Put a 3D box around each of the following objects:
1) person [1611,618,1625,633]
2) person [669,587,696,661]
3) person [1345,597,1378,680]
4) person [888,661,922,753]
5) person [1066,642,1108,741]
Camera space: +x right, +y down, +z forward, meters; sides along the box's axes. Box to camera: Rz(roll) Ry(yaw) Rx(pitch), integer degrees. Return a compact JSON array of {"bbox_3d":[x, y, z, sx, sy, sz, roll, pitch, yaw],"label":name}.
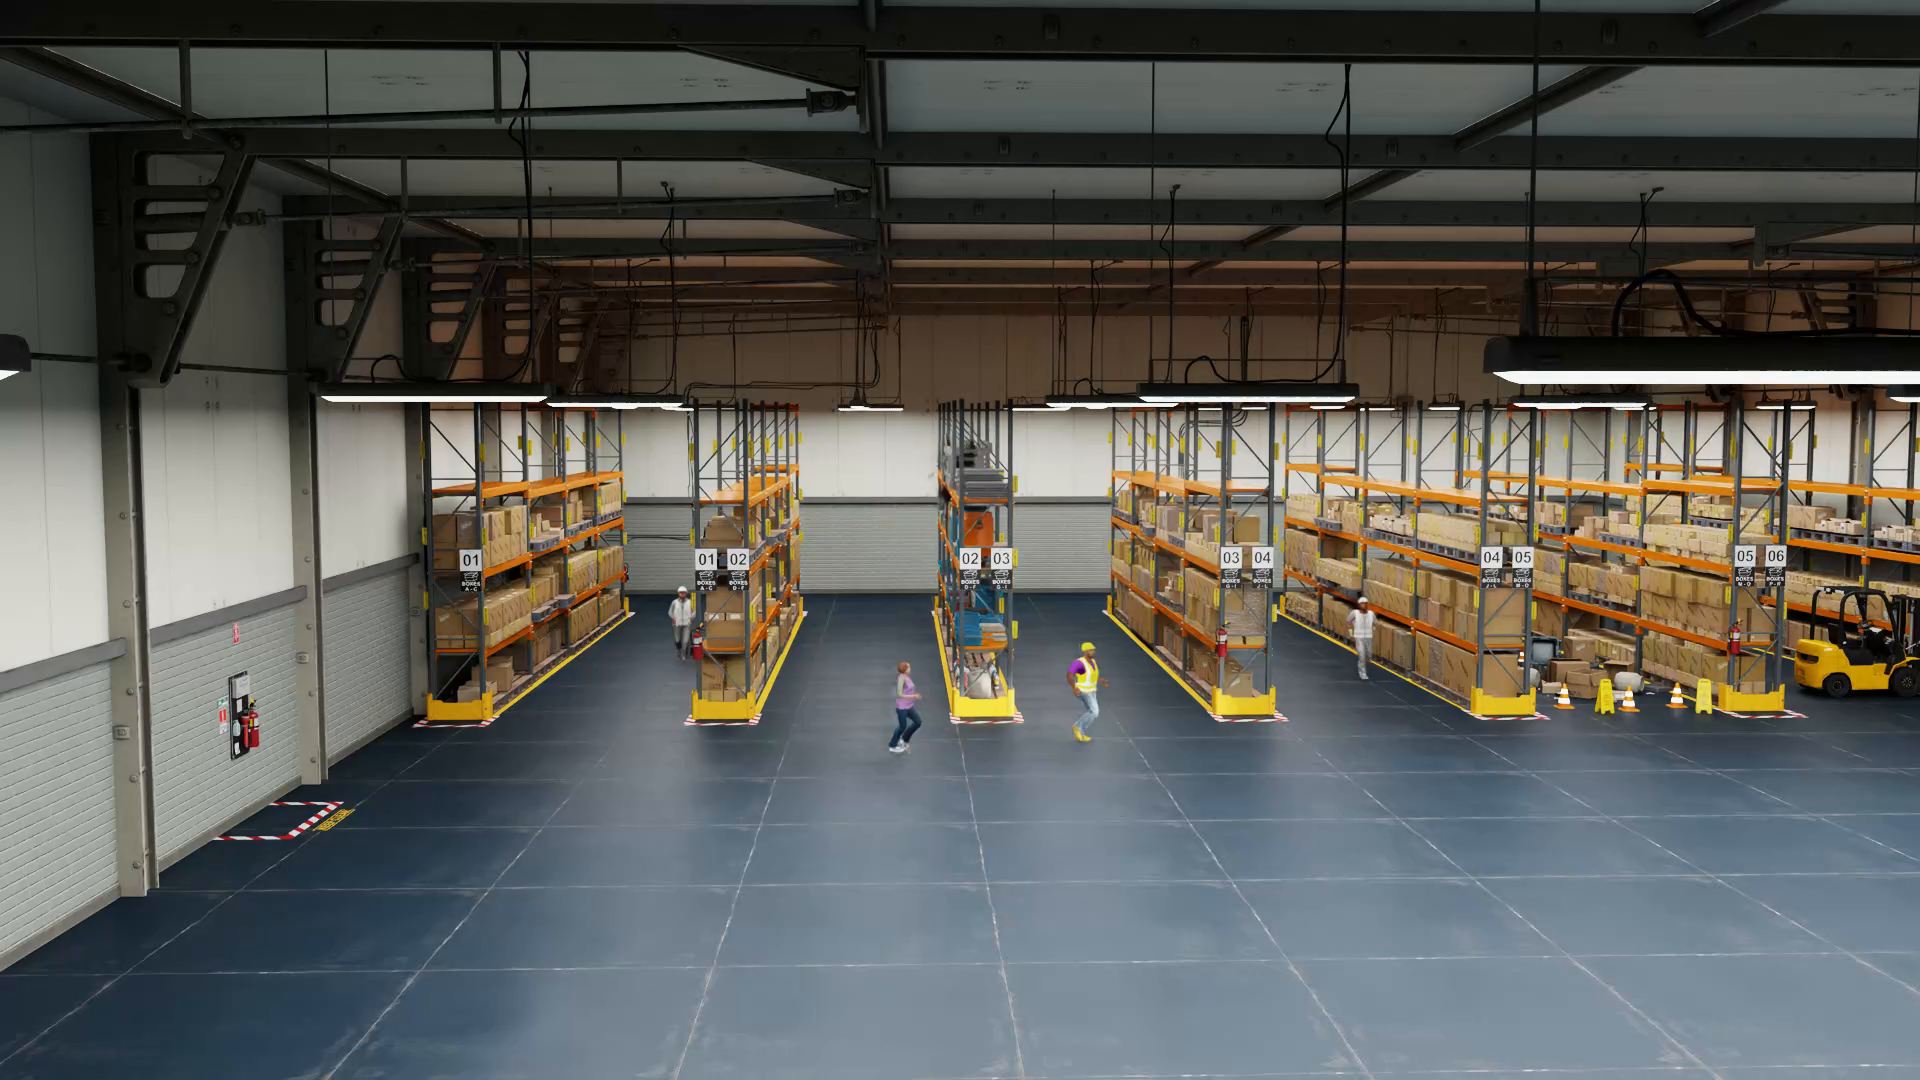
[{"bbox_3d":[17.187,1.630,43.282,0.584,1.612,0.720,-1,4,-9],"label":"person"},{"bbox_3d":[-6.407,1.942,38.459,0.657,1.722,0.607,-1,4,-9],"label":"person"},{"bbox_3d":[8.697,2.118,35.933,0.698,1.757,0.886,0,4,-4],"label":"person"},{"bbox_3d":[-0.906,2.809,27.902,0.639,1.578,0.509,2,5,21],"label":"person"},{"bbox_3d":[2.261,2.648,29.024,0.582,1.729,0.705,3,5,31],"label":"person"}]
